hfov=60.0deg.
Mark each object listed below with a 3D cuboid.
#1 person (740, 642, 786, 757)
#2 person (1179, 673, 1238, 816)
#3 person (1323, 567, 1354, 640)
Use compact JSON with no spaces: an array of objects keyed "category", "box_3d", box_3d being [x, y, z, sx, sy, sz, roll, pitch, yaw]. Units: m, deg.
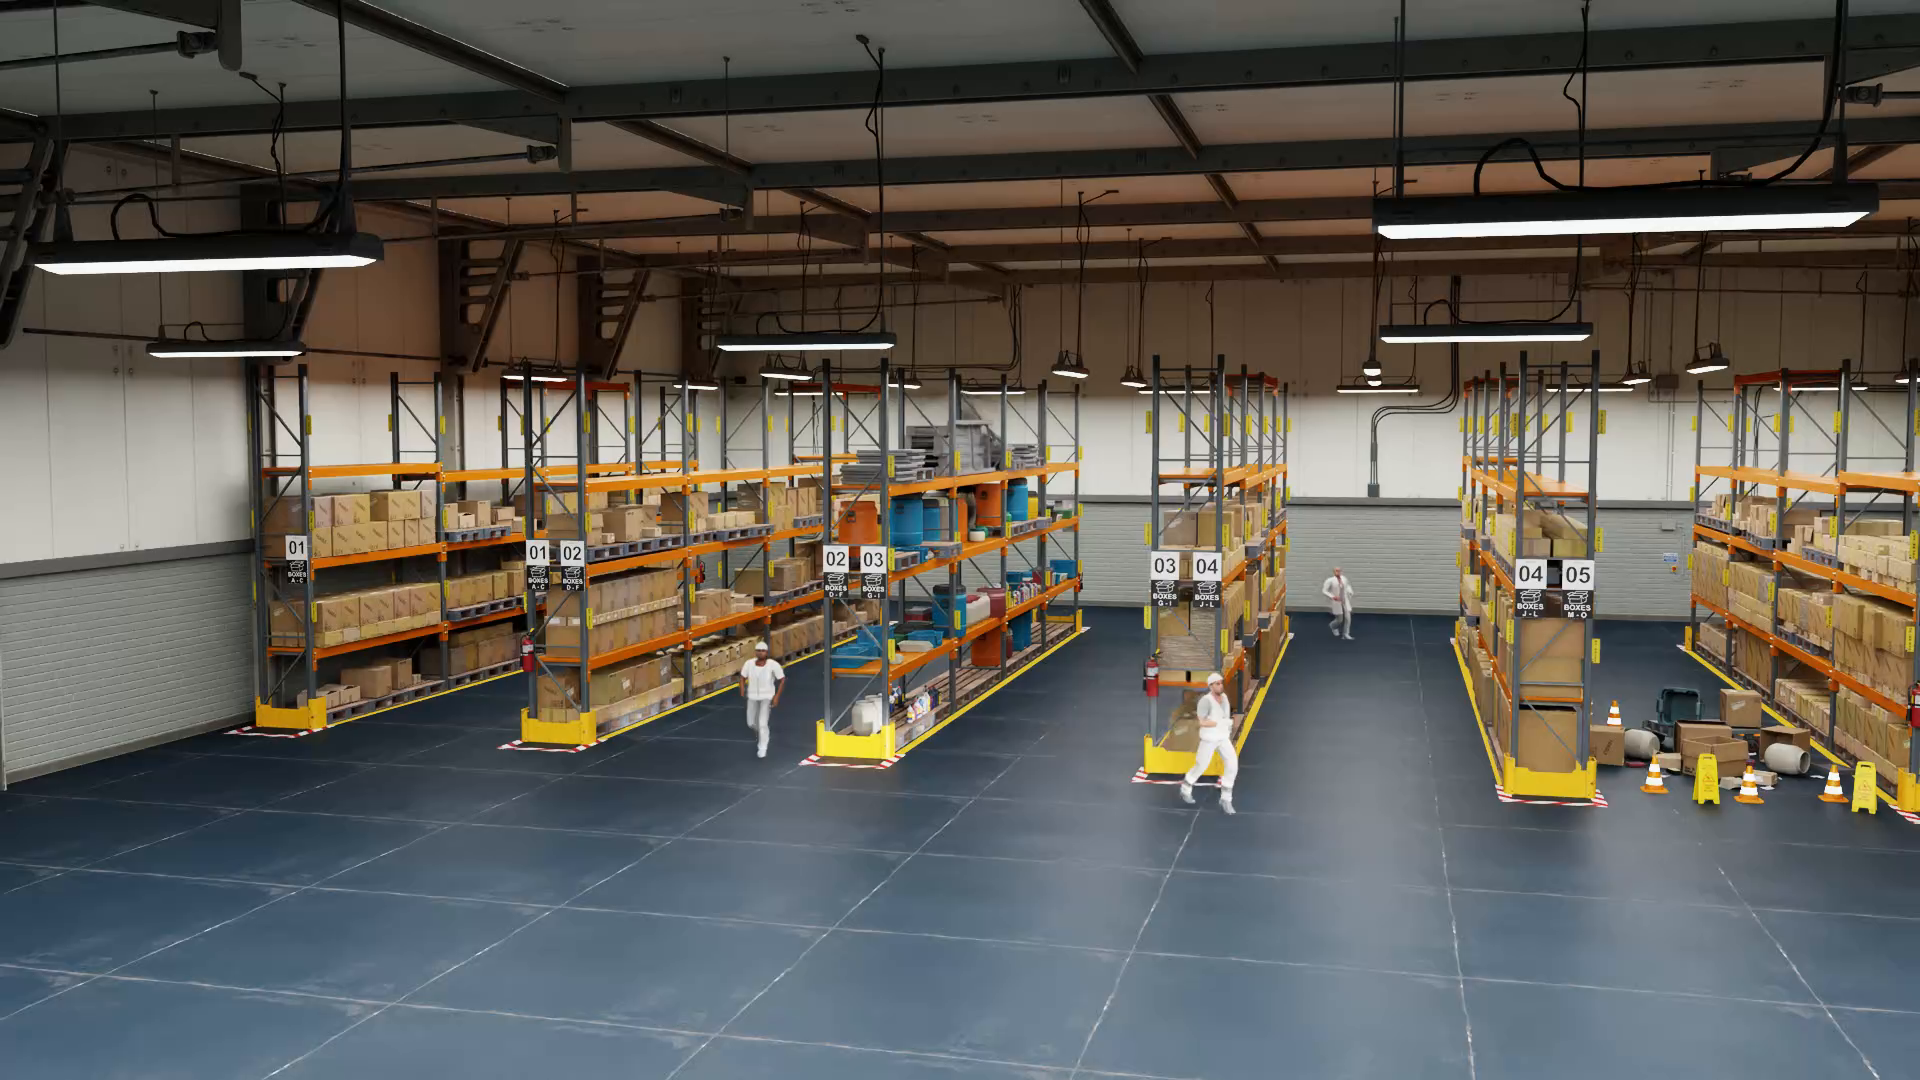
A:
[{"category":"person","box_3d":[-3.023,2.406,25.283,0.734,1.731,0.551,1,4,12]},{"category":"person","box_3d":[3.281,2.623,21.587,0.674,1.833,0.924,-3,5,-33]},{"category":"person","box_3d":[8.825,1.473,38.807,0.750,1.718,0.704,-1,4,-19]}]
